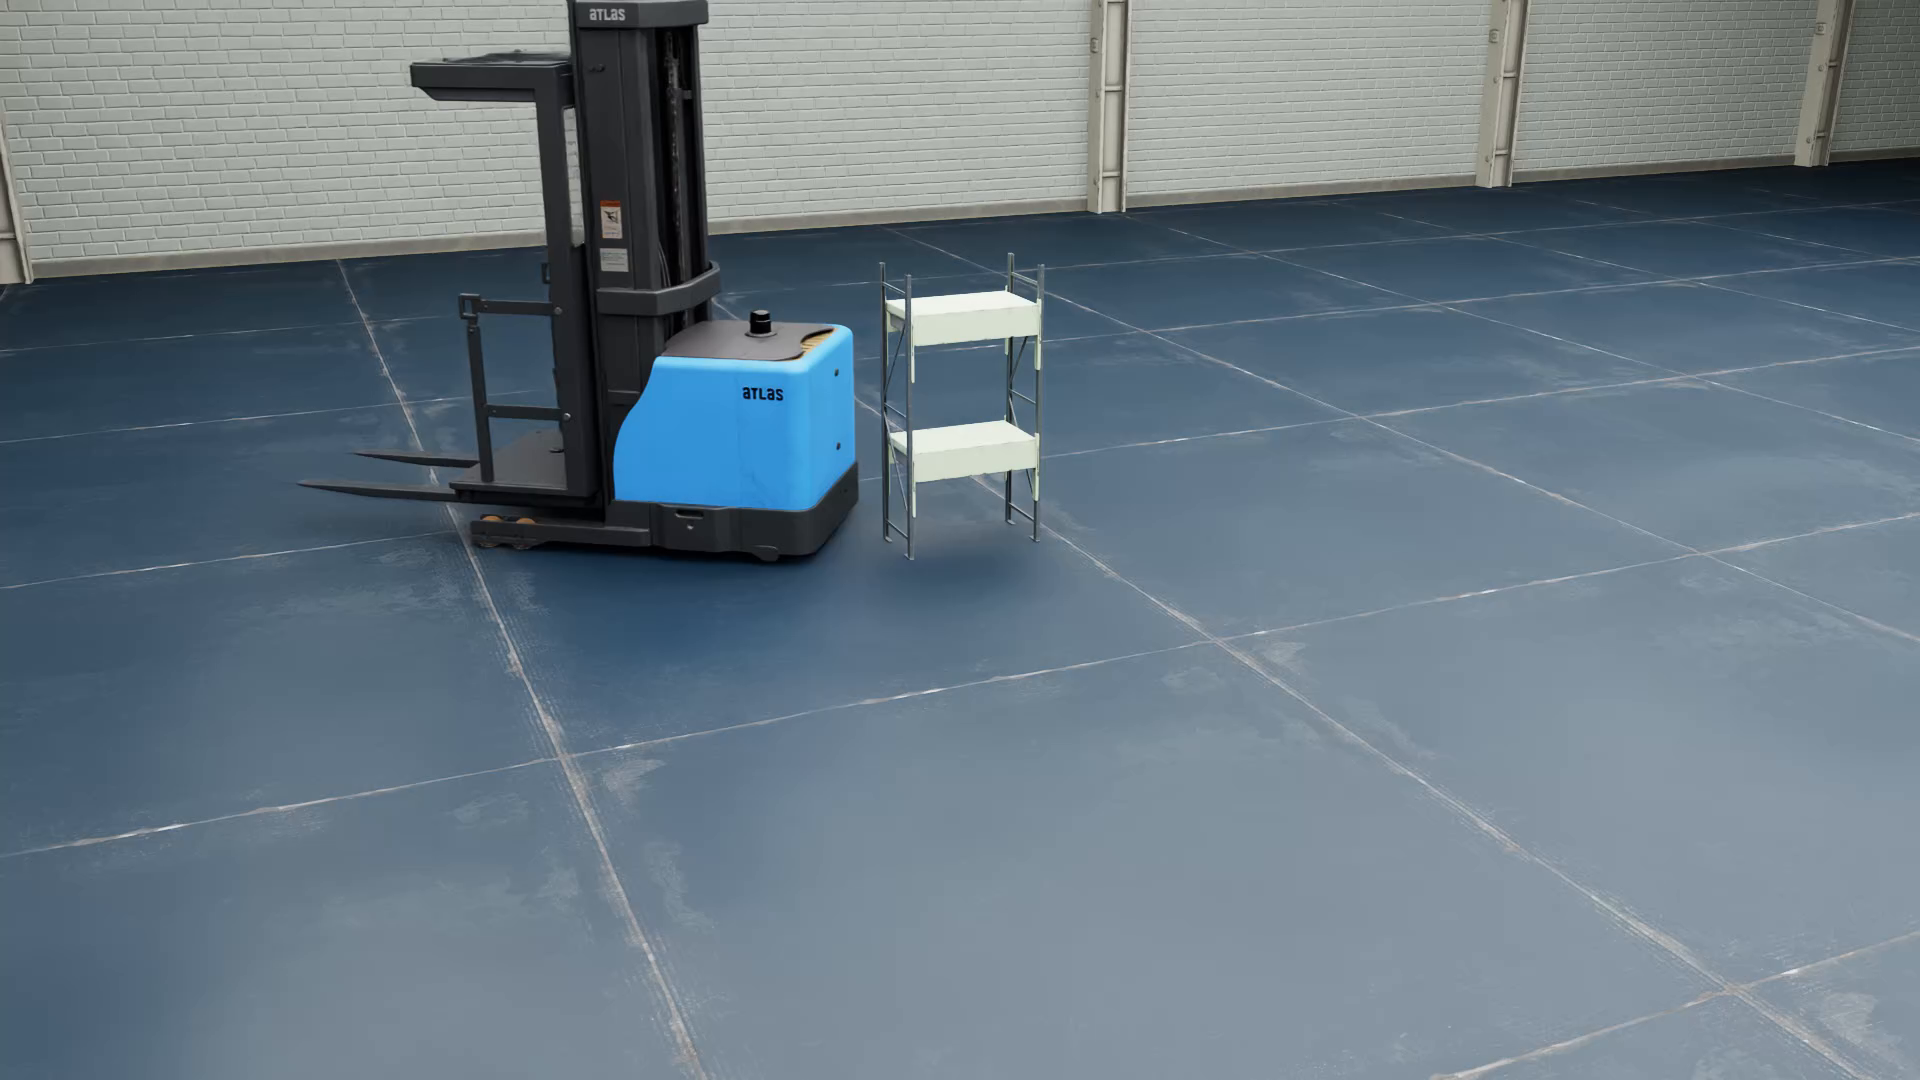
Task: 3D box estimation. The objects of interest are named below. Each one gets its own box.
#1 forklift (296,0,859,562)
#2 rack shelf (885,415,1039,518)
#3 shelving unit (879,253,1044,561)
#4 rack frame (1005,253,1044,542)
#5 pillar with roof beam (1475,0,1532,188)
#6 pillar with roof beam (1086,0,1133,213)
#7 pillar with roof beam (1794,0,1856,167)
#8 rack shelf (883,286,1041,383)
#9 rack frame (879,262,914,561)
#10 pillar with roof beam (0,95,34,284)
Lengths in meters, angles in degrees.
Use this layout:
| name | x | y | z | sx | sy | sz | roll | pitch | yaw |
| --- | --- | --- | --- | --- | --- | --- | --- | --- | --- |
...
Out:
| name | x | y | z | sx | sy | sz | roll | pitch | yaw |
| --- | --- | --- | --- | --- | --- | --- | --- | --- | --- |
| forklift | -2.145 | -1.497 | 8.860 | 3.031 | 2.935 | 1.130 | 4 | 20 | 11 |
| rack shelf | 0.006 | -0.401 | 8.884 | 0.720 | 0.370 | 0.431 | -8 | 21 | -22 |
| shelving unit | 0.006 | -0.708 | 8.775 | 0.755 | 1.500 | 0.431 | -8 | 21 | -22 |
| rack frame | 0.342 | -0.756 | 8.912 | 0.023 | 1.500 | 0.400 | -8 | 21 | -22 |
| pillar with roof beam | 9.023 | -7.799 | 17.622 | 0.400 | 9.000 | 9.100 | -8 | 21 | -22 |
| pillar with roof beam | 3.513 | -7.010 | 15.381 | 0.400 | 9.000 | 9.100 | -8 | 21 | -22 |
| pillar with roof beam | 14.532 | -8.588 | 19.864 | 0.400 | 9.000 | 9.100 | -8 | 21 | -22 |
| rack shelf | 0.006 | -1.076 | 8.646 | 0.720 | 0.370 | 0.431 | -8 | 21 | -22 |
| rack frame | -0.330 | -0.660 | 8.639 | 0.023 | 1.500 | 0.400 | -8 | 21 | -22 |
| pillar with roof beam | -7.505 | -5.431 | 10.897 | 0.400 | 9.000 | 9.100 | -8 | 21 | -22 |
